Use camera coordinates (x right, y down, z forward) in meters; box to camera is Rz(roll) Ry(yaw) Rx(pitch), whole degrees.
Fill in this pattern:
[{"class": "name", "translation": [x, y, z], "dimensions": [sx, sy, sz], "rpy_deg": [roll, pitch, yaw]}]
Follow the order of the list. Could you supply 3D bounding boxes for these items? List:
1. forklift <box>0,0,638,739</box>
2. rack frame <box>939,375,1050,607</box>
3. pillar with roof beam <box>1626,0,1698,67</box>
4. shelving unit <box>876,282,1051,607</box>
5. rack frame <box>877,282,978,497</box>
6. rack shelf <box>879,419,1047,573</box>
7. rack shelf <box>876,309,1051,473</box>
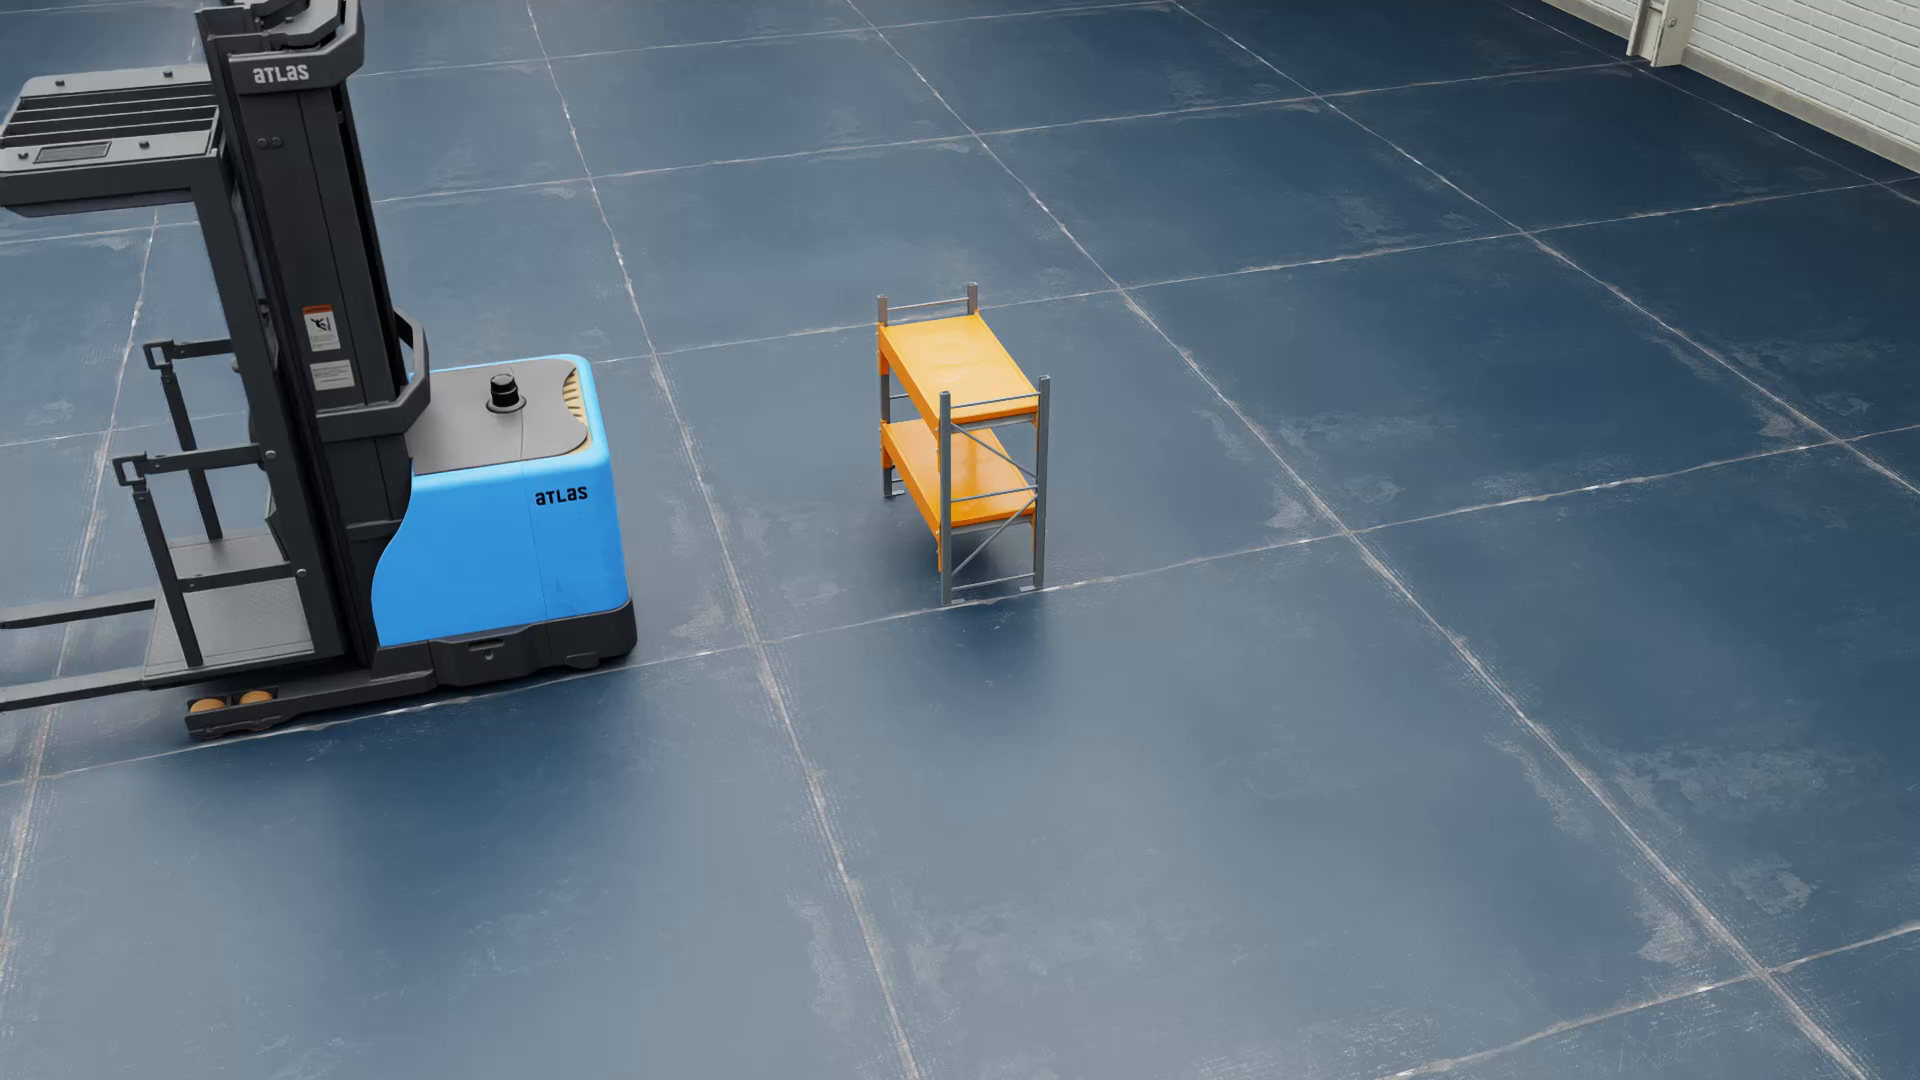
[{"class": "forklift", "translation": [-3.017, -0.714, 6.672], "dimensions": [3.031, 2.935, 1.130], "rpy_deg": [-9, 35, -13]}, {"class": "rack frame", "translation": [0.153, -0.206, 7.541], "dimensions": [0.500, 1.125, 0.032], "rpy_deg": [-10, 35, -15]}, {"class": "pillar with roof beam", "translation": [2.031, -7.279, 11.103], "dimensions": [9.100, 9.000, 0.400], "rpy_deg": [-10, 35, -15]}, {"class": "shelving unit", "translation": [-0.002, -0.473, 7.945], "dimensions": [0.538, 1.125, 1.048], "rpy_deg": [-10, 35, -15]}, {"class": "rack frame", "translation": [-0.157, -0.740, 8.349], "dimensions": [0.500, 1.125, 0.032], "rpy_deg": [-10, 35, -15]}, {"class": "rack shelf", "translation": [-0.002, -0.269, 8.080], "dimensions": [0.538, 0.278, 1.000], "rpy_deg": [-10, 35, -15]}, {"class": "rack shelf", "translation": [-0.002, -0.717, 7.784], "dimensions": [0.538, 0.278, 1.000], "rpy_deg": [-10, 35, -15]}]
